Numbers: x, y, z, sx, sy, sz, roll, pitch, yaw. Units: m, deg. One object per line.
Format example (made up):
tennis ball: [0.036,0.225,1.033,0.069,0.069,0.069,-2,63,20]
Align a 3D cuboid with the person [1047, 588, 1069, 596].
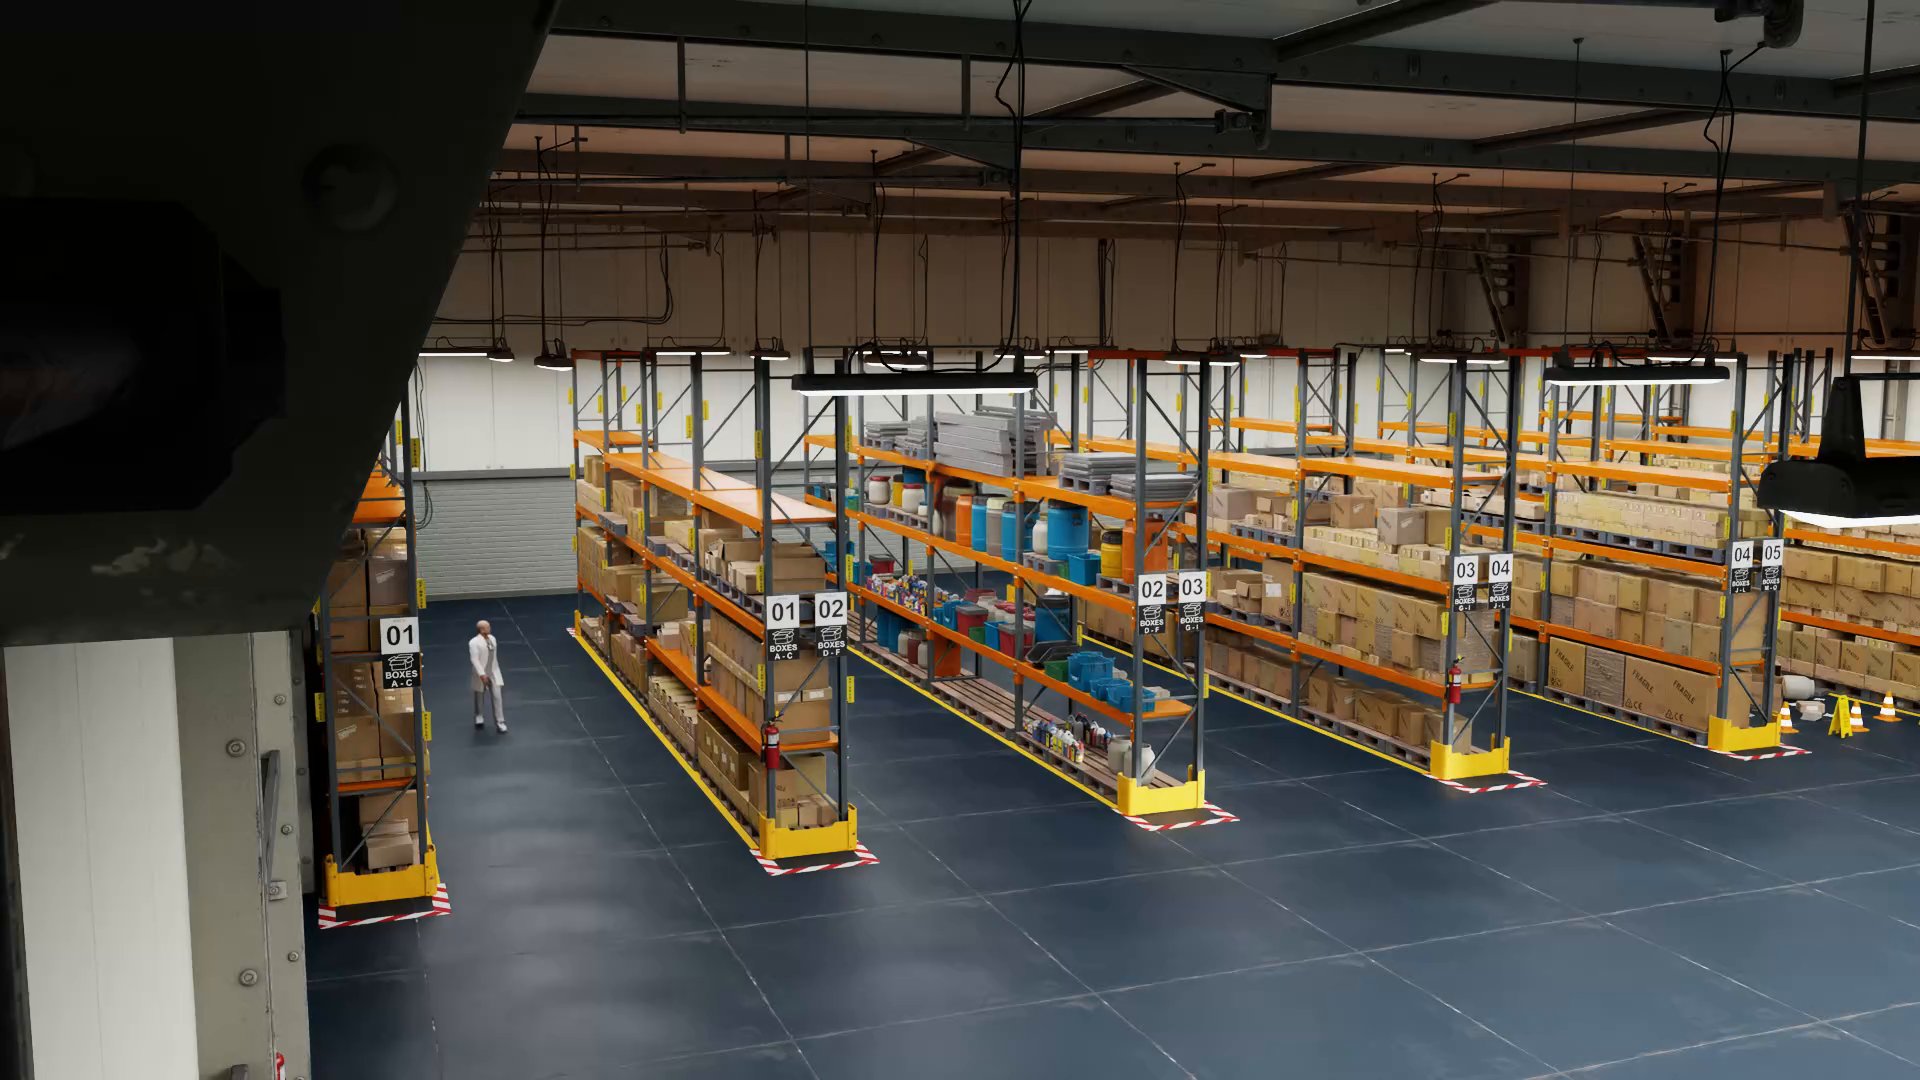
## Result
person: [1.897,1.477,32.481,0.571,1.646,0.951,-4,8,-26]

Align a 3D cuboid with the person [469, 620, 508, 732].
person: [-7.585,2.142,26.613,0.525,1.721,1.117,-4,8,-29]
